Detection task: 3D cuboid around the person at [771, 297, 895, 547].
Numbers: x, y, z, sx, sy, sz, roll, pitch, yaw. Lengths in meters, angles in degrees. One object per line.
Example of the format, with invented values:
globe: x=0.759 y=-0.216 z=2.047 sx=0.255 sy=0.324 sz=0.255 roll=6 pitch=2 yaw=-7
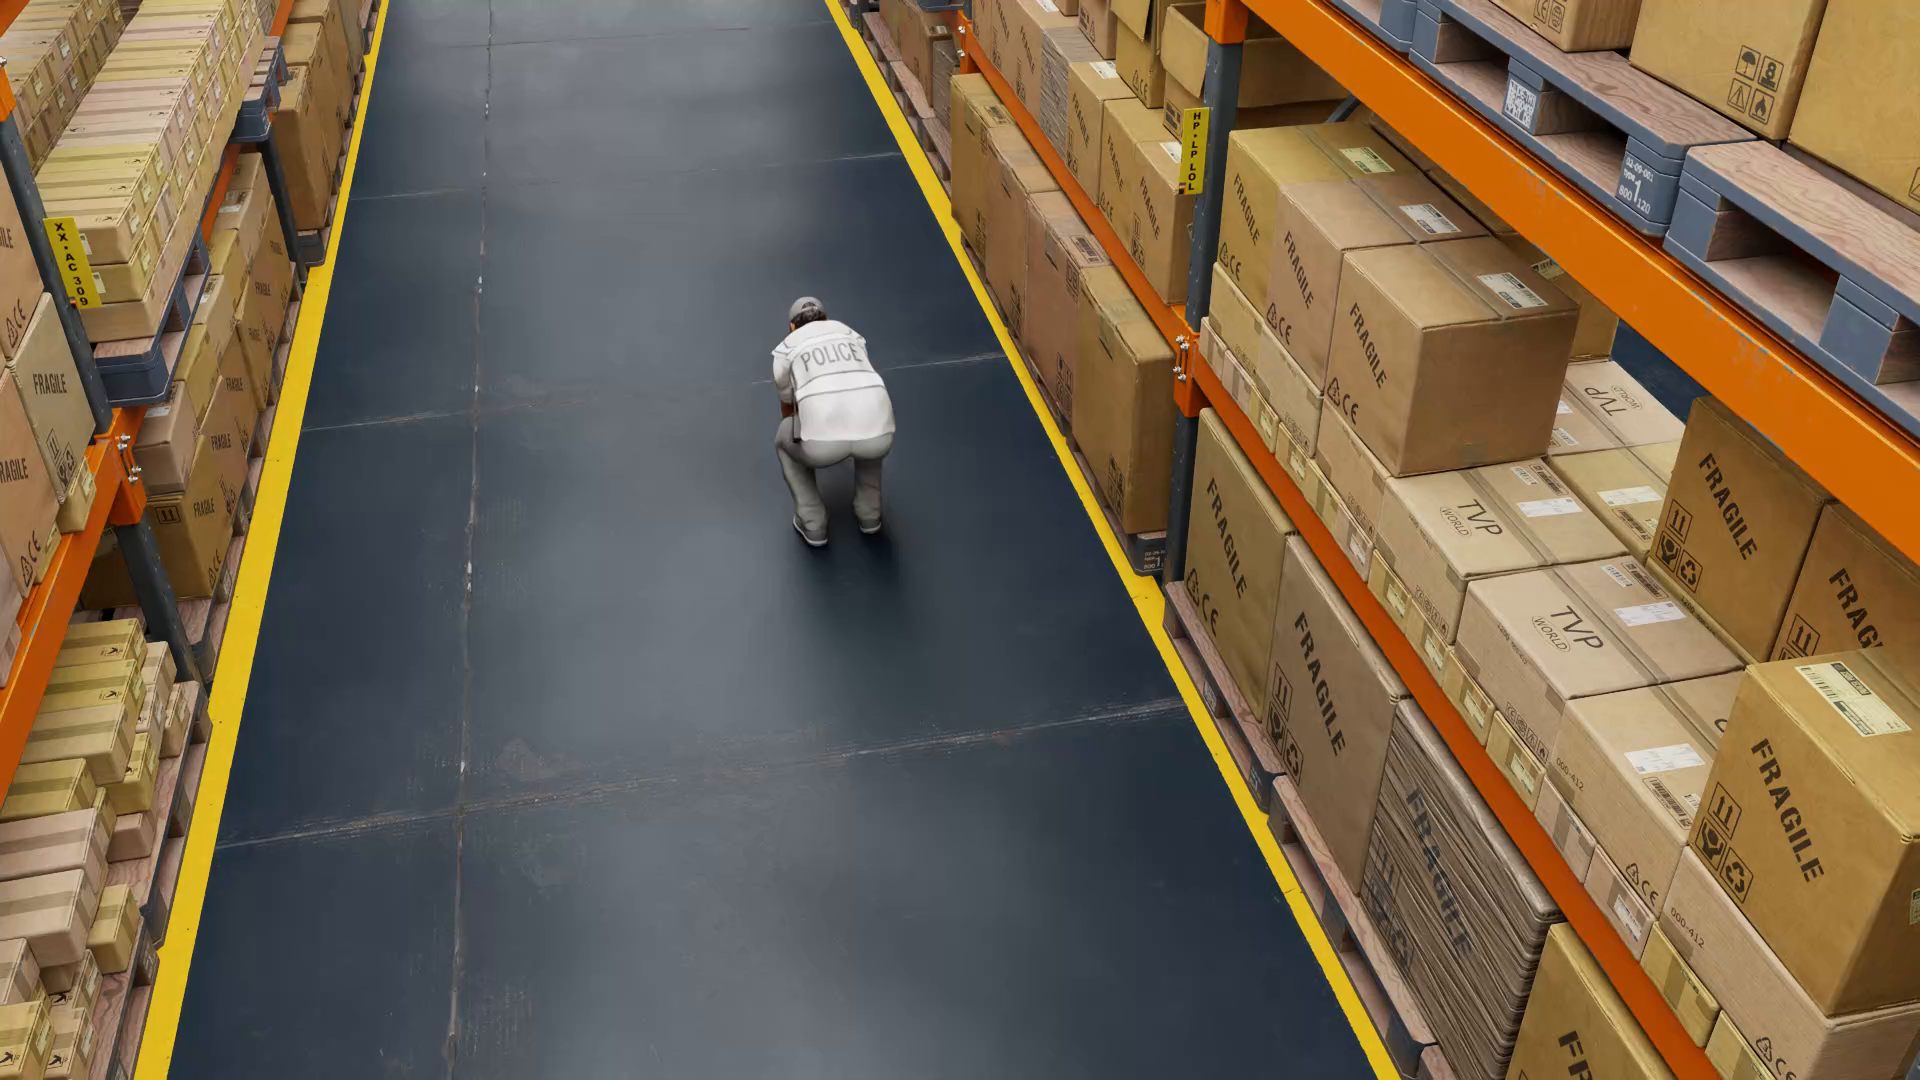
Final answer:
person: x=-0.575 y=-0.514 z=7.529 sx=0.494 sy=0.944 sz=0.920 roll=-9 pitch=35 yaw=-12
